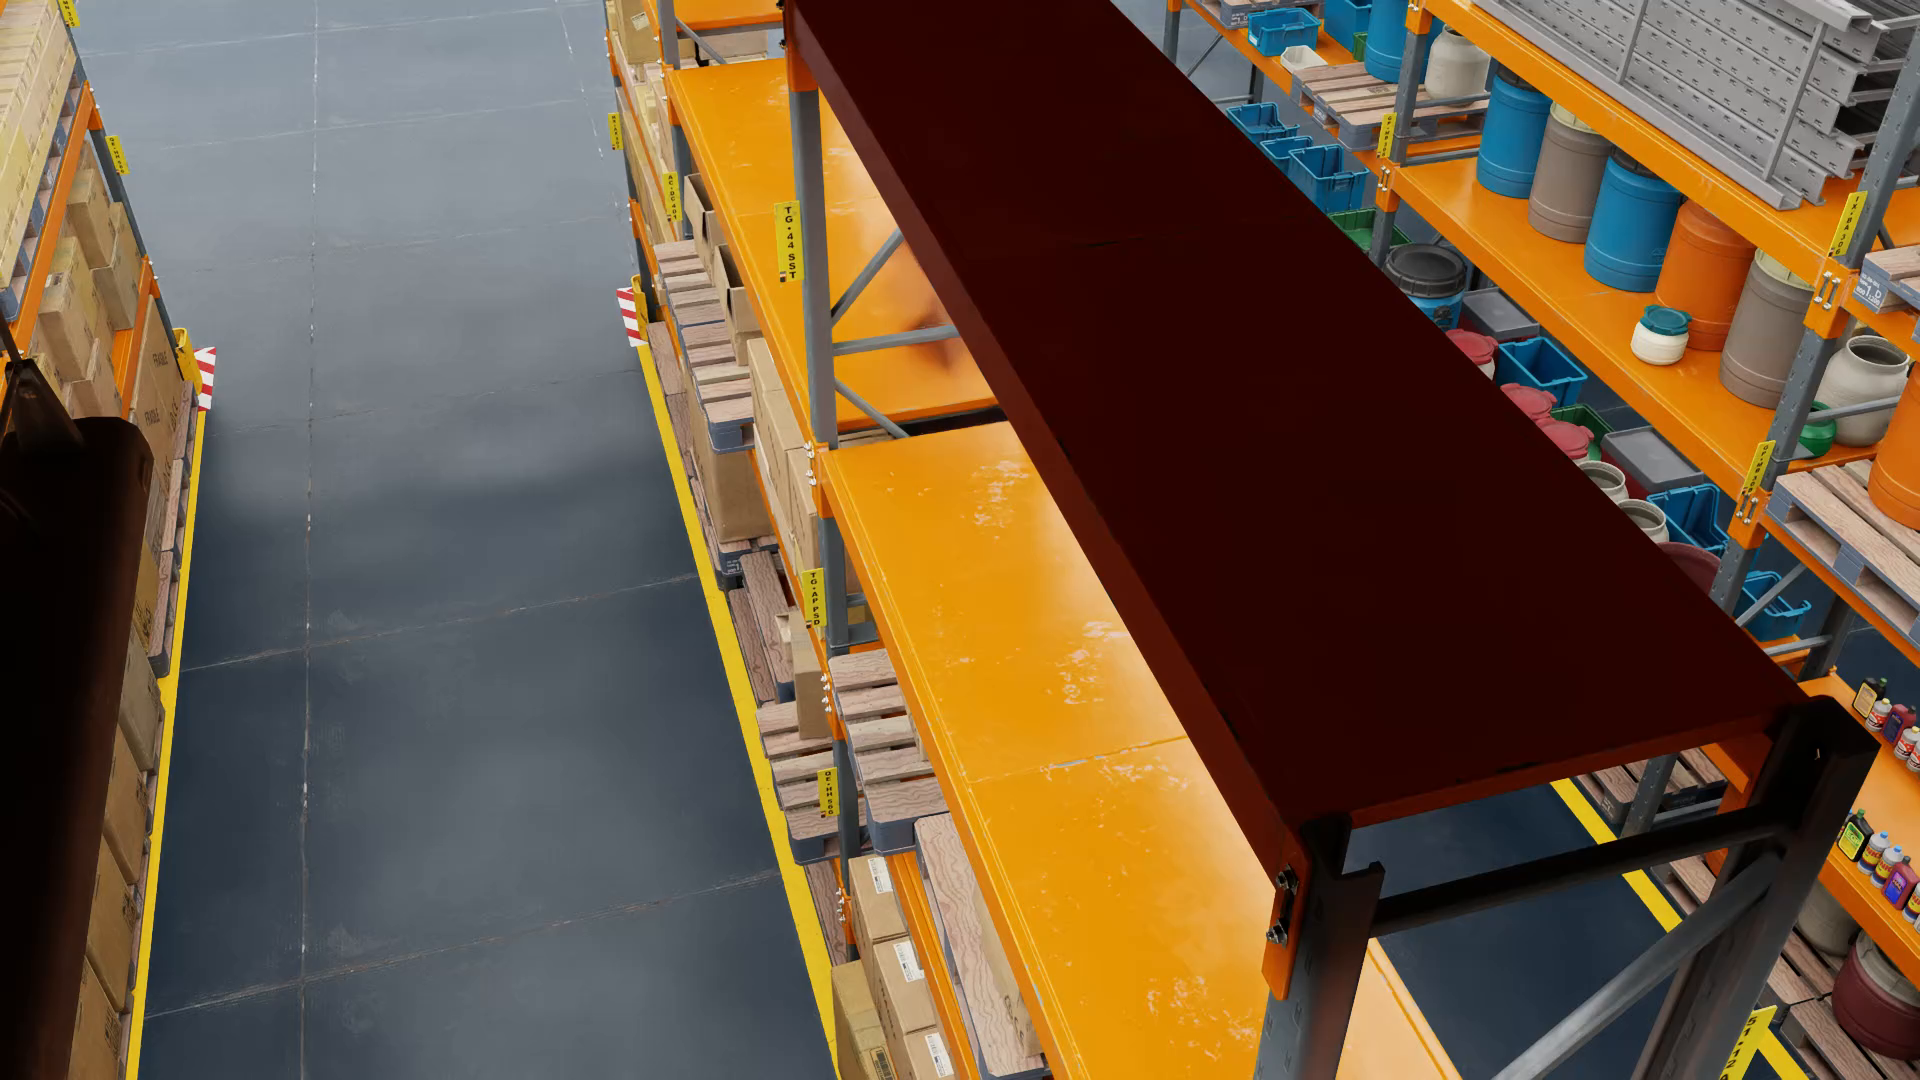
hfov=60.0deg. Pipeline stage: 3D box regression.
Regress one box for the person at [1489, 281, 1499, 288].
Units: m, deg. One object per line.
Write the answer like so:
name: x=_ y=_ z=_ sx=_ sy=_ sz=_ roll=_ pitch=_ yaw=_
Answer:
person: x=4.738 y=-2.164 z=14.281 sx=0.588 sy=1.592 sz=0.563 roll=-14 pitch=40 yaw=-16
